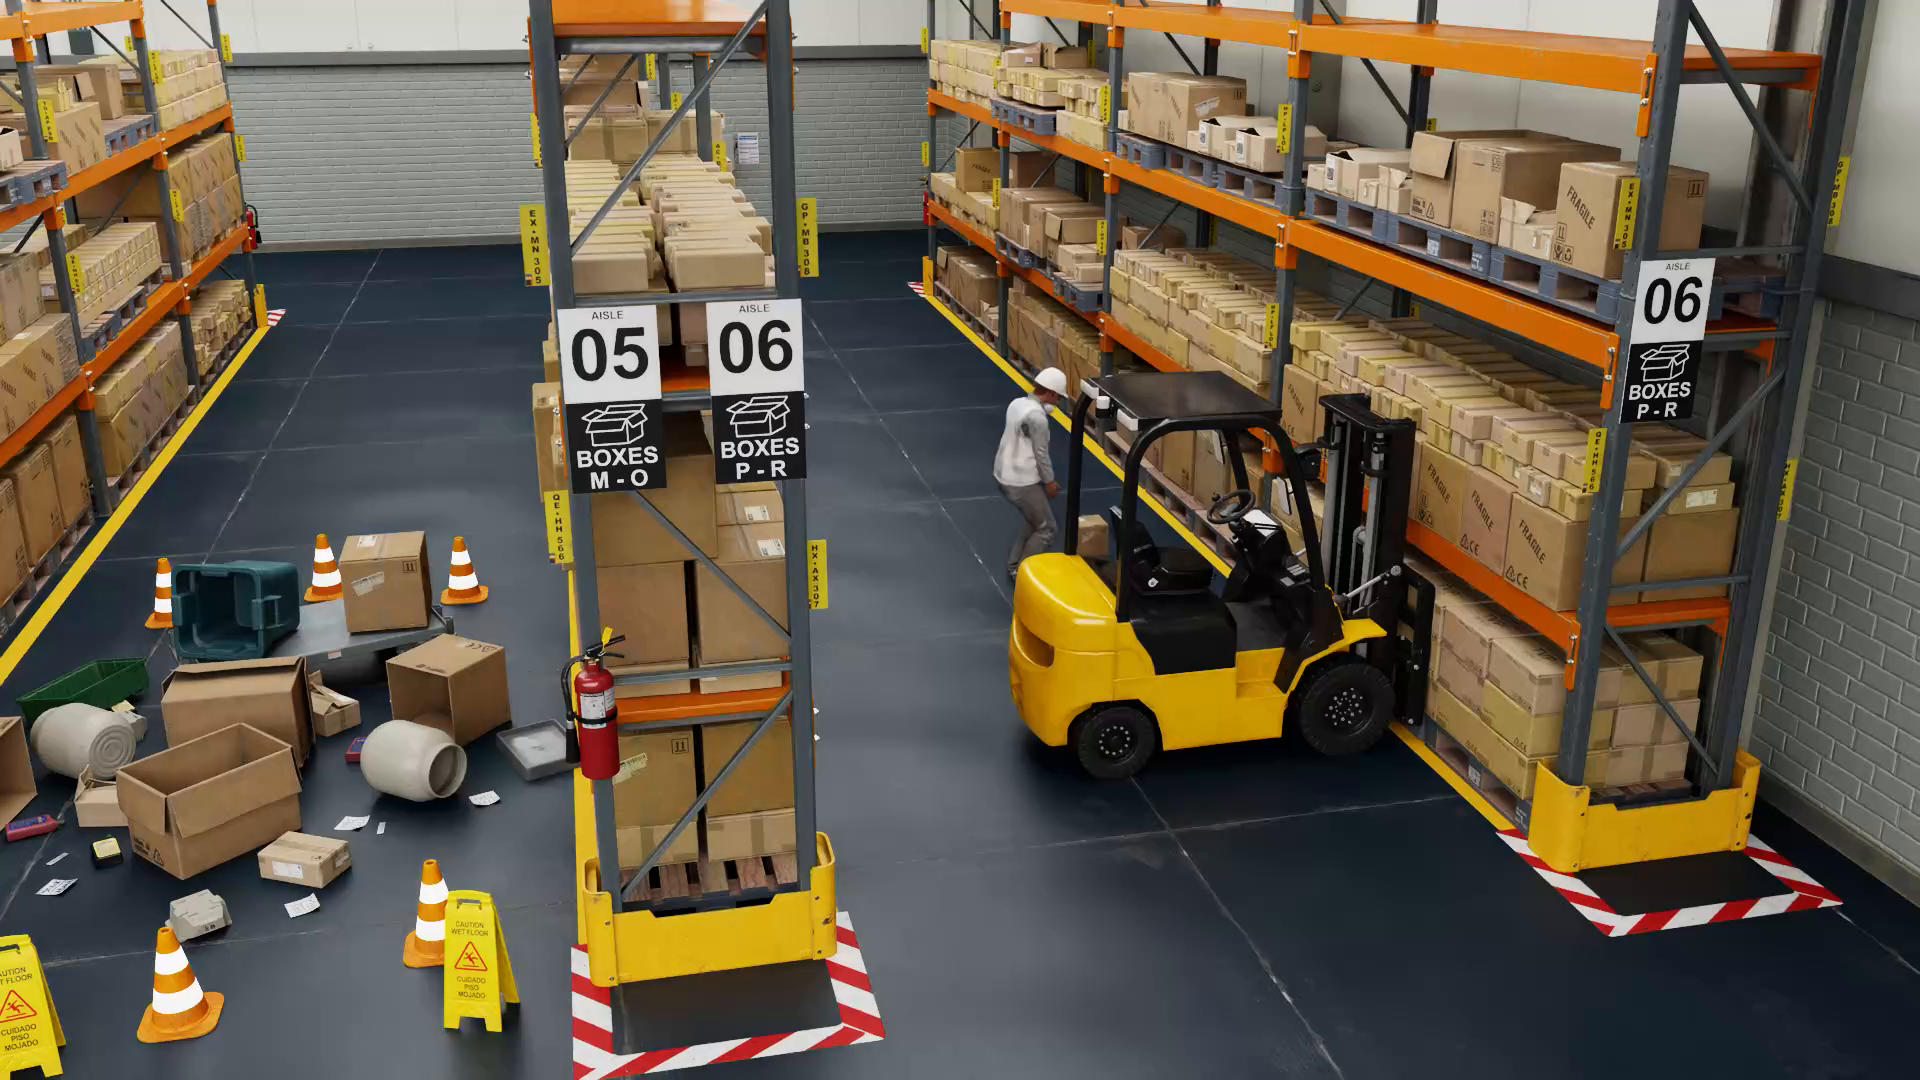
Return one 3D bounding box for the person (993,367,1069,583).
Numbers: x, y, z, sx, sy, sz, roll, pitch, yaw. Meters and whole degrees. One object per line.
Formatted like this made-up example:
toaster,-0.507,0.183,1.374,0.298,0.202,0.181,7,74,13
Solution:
person,0.537,-0.478,12.559,0.559,1.665,0.574,-4,20,-11
